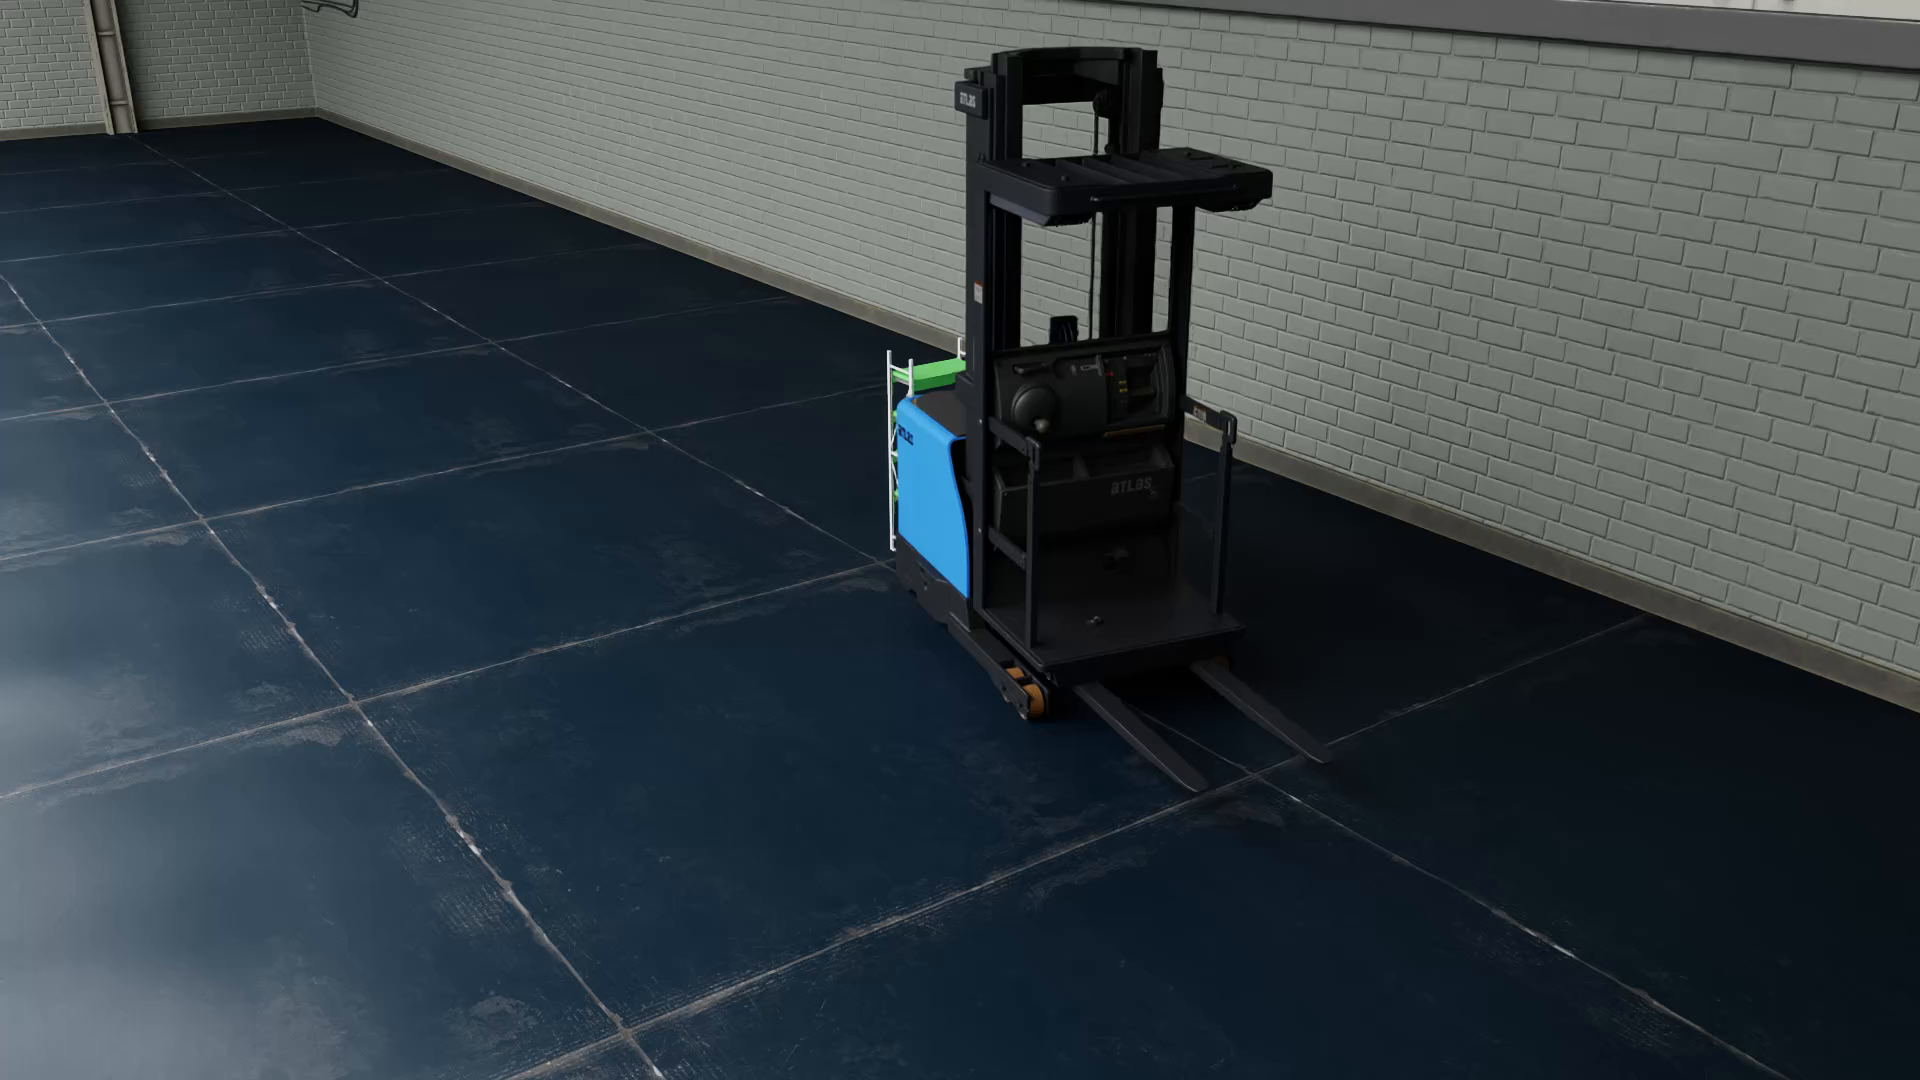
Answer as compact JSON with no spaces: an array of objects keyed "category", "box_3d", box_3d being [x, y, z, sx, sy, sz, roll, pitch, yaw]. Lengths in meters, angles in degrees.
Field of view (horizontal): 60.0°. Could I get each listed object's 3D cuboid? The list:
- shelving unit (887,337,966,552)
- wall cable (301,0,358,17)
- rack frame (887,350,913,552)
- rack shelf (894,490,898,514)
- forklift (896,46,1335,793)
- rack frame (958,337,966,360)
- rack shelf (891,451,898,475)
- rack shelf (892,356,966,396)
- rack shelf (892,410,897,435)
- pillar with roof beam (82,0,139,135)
[{"category":"shelving unit","box_3d":[-0.134,-0.521,9.584,0.503,1.200,0.258,-15,26,-33]},{"category":"wall cable","box_3d":[-9.750,-9.260,25.150,0.112,2.526,3.097,-15,26,-33]},{"category":"rack frame","box_3d":[-0.332,-0.469,9.452,0.015,1.200,0.240,-15,26,-33]},{"category":"rack shelf","box_3d":[-0.134,-0.239,9.697,0.480,0.148,0.258,-15,26,-33]},{"category":"forklift","box_3d":[0.682,-0.698,7.692,1.130,2.935,3.031,-9,23,-21]},{"category":"rack frame","box_3d":[0.064,-0.574,9.717,0.015,1.200,0.240,-15,26,-33]},{"category":"rack shelf","box_3d":[-0.134,-0.462,9.608,0.480,0.148,0.258,-15,26,-33]},{"category":"rack shelf","box_3d":[-0.134,-0.908,9.430,0.480,0.148,0.258,-15,26,-33]},{"category":"rack shelf","box_3d":[-0.134,-0.685,9.519,0.480,0.148,0.258,-15,26,-33]},{"category":"pillar with roof beam","box_3d":[-10.399,-9.167,20.728,0.400,9.000,9.100,-15,26,-33]}]
